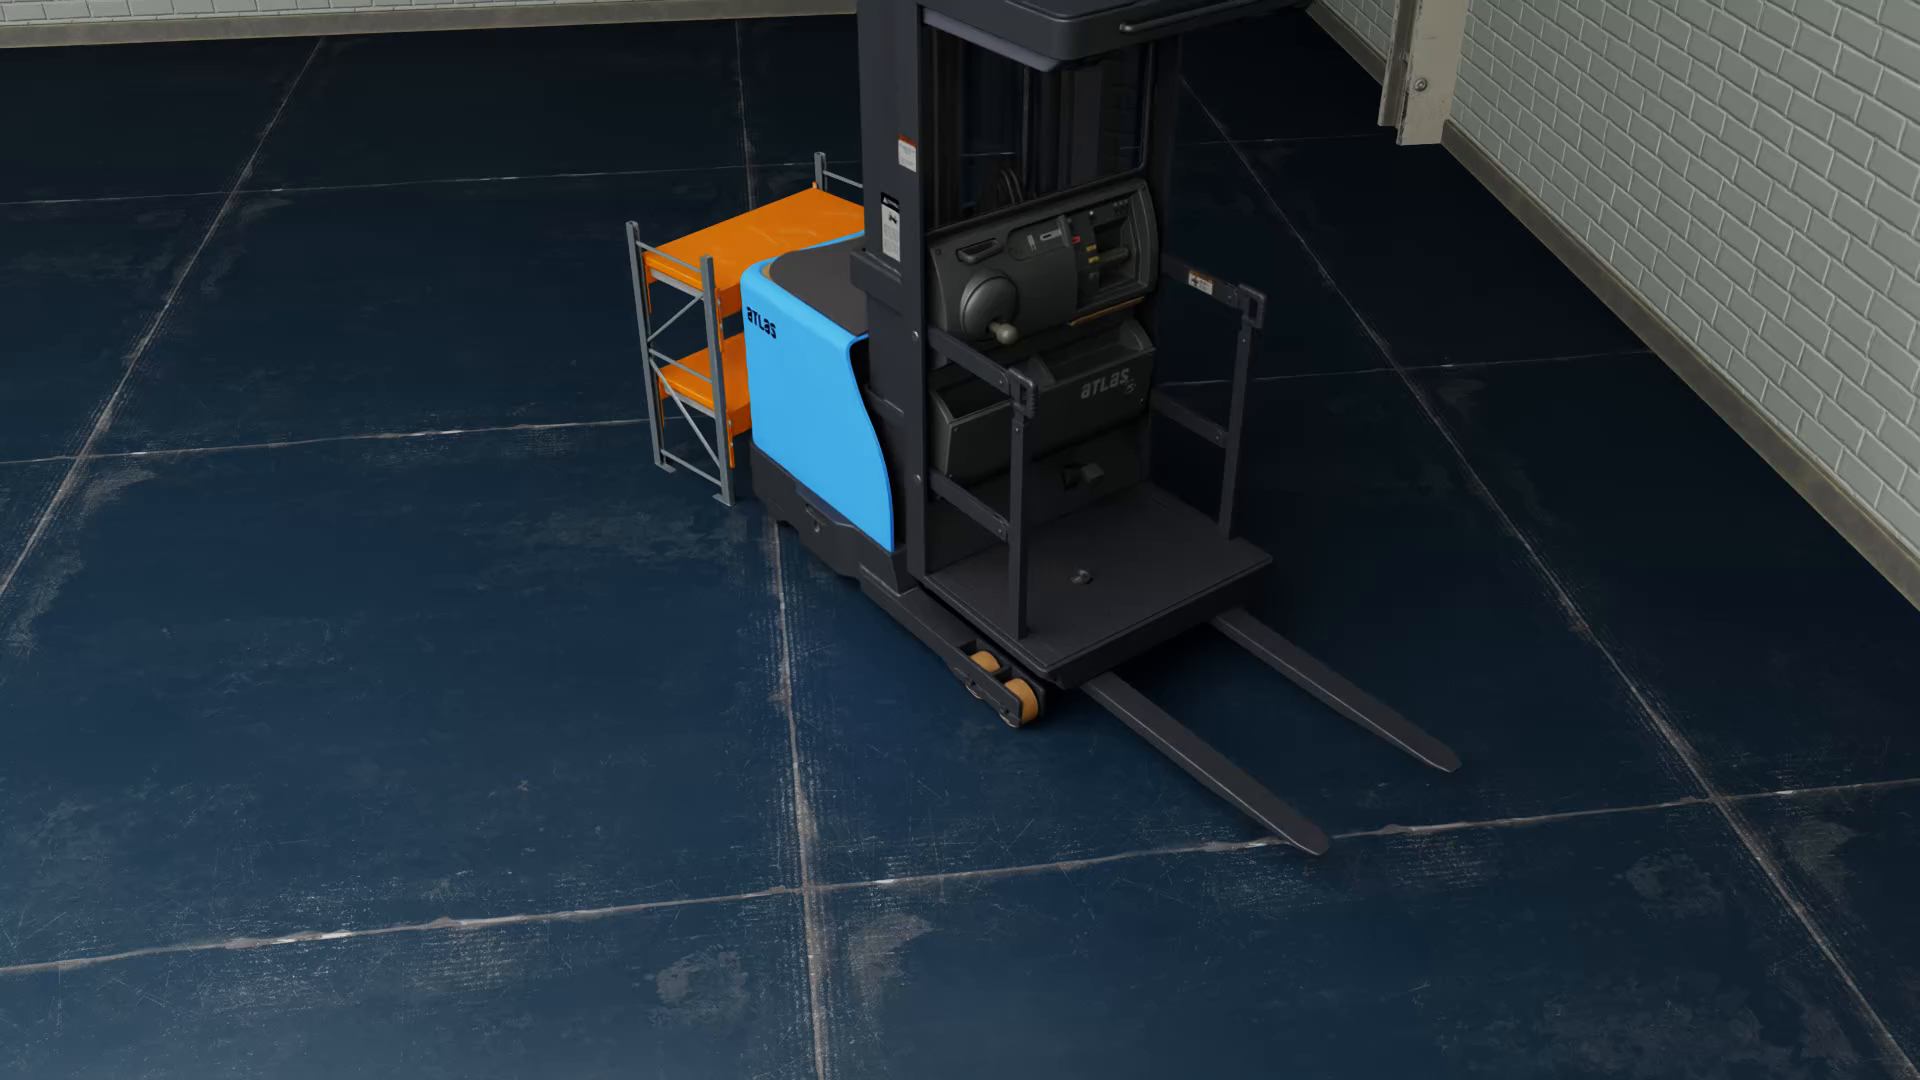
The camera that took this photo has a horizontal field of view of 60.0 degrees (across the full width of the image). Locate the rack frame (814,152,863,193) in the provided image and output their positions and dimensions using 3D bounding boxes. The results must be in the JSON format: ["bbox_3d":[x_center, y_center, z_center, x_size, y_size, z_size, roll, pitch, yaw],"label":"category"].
[{"bbox_3d":[-0.440,-1.123,7.400,0.500,1.125,0.032,28,43,34],"label":"rack frame"}]

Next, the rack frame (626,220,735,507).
[{"bbox_3d":[-1.135,-0.705,6.786,0.500,1.125,0.032,28,43,34],"label":"rack frame"}]

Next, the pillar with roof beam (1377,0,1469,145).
[{"bbox_3d":[-1.407,-5.973,7.524,9.100,9.000,0.400,-4,35,-6],"label":"pillar with roof beam"}]

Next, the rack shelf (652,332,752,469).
[{"bbox_3d":[-0.787,-0.712,7.230,0.538,0.278,1.000,28,43,34],"label":"rack shelf"}]

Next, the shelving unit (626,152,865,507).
[{"bbox_3d":[-0.787,-0.914,7.093,0.538,1.125,1.048,28,43,34],"label":"shelving unit"}]

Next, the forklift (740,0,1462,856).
[{"bbox_3d":[0.426,-0.876,5.433,1.130,2.935,3.031,-23,40,-30],"label":"forklift"}]

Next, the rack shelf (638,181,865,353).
[{"bbox_3d":[-0.787,-1.156,6.928,0.538,0.278,1.000,28,43,34],"label":"rack shelf"}]
